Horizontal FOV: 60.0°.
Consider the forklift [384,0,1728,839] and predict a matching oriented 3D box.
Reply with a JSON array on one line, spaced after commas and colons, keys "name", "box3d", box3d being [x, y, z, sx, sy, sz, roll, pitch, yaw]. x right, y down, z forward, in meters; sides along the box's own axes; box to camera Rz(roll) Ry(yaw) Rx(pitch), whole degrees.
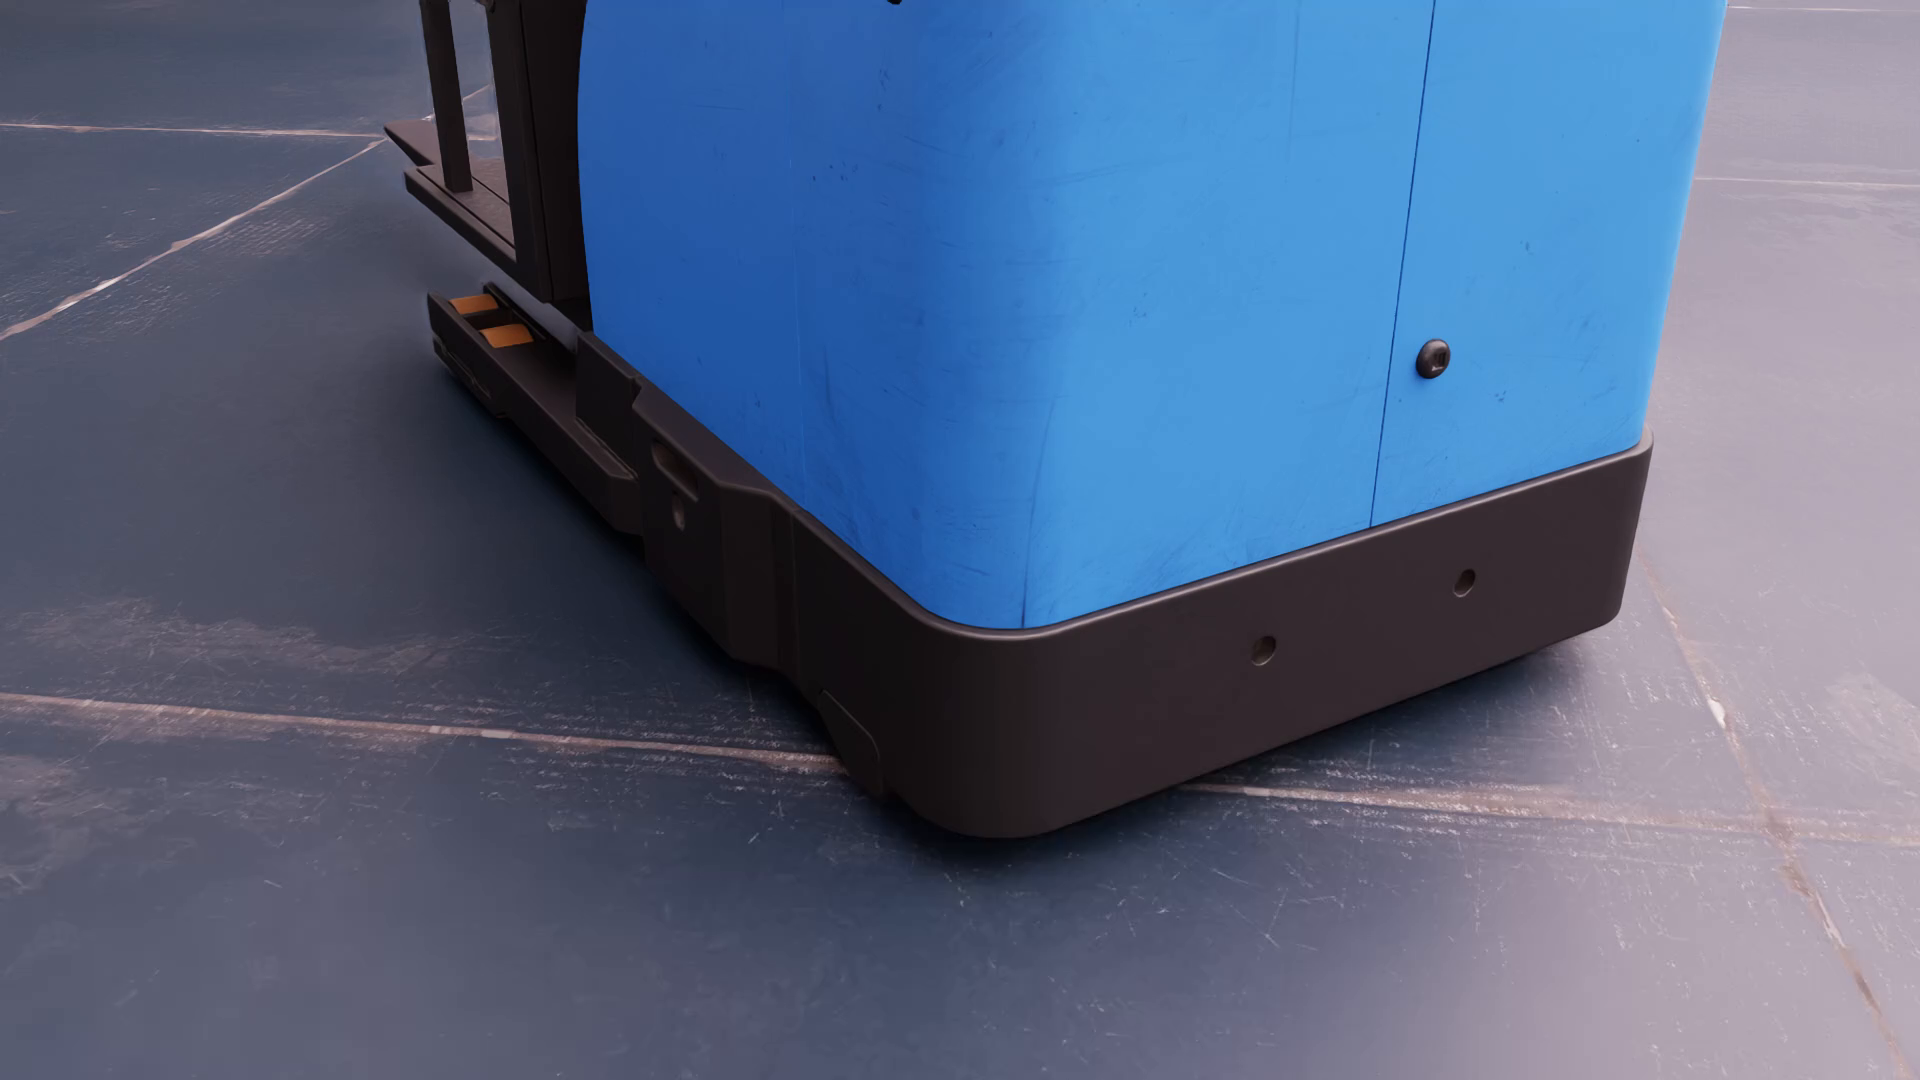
[{"name": "forklift", "box3d": [-0.322, -1.620, 2.464, 1.130, 2.935, 3.031, -15, 30, -27]}]
